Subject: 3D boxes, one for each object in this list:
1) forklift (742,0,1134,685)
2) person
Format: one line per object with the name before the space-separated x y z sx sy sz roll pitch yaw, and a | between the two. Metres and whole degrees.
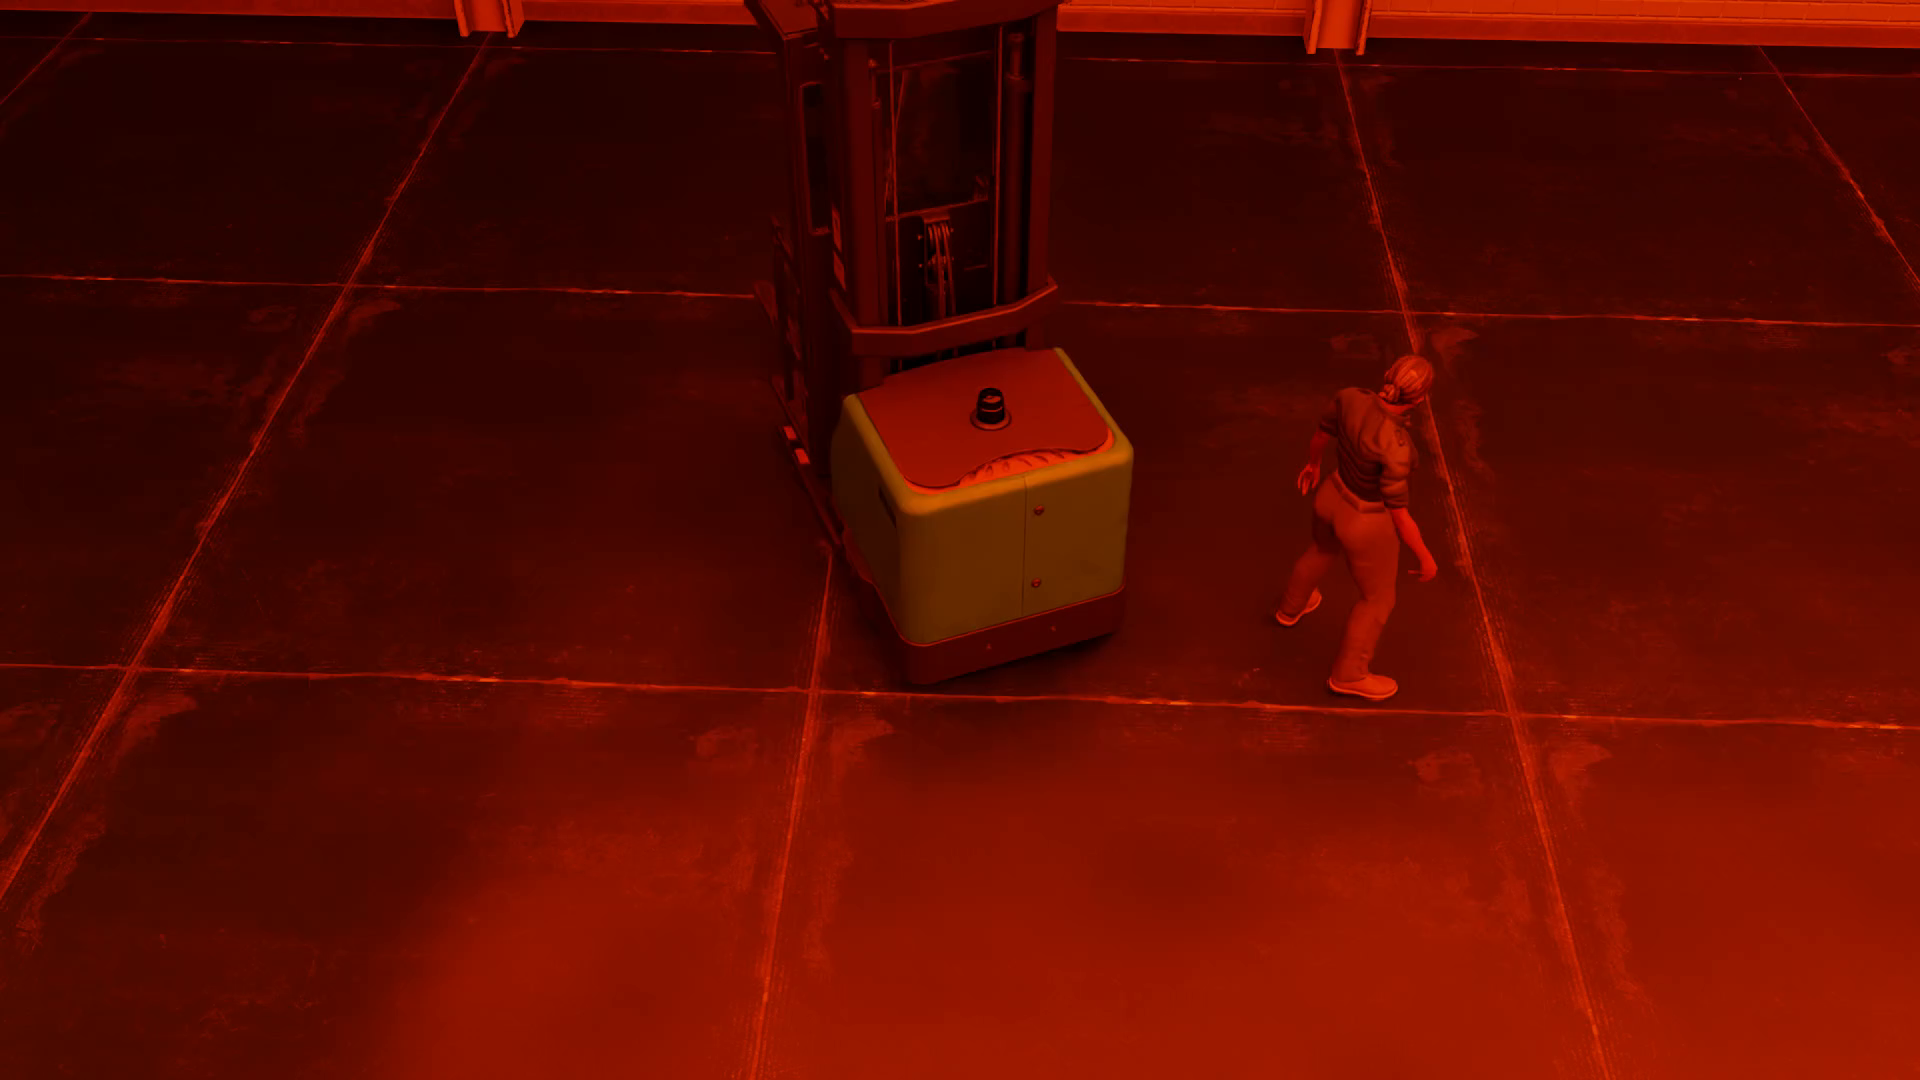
forklift | -0.276 -1.467 7.349 1.130 2.935 3.031 -15 44 -15
person | 1.639 -0.101 6.825 0.304 1.637 0.757 -16 45 -17
